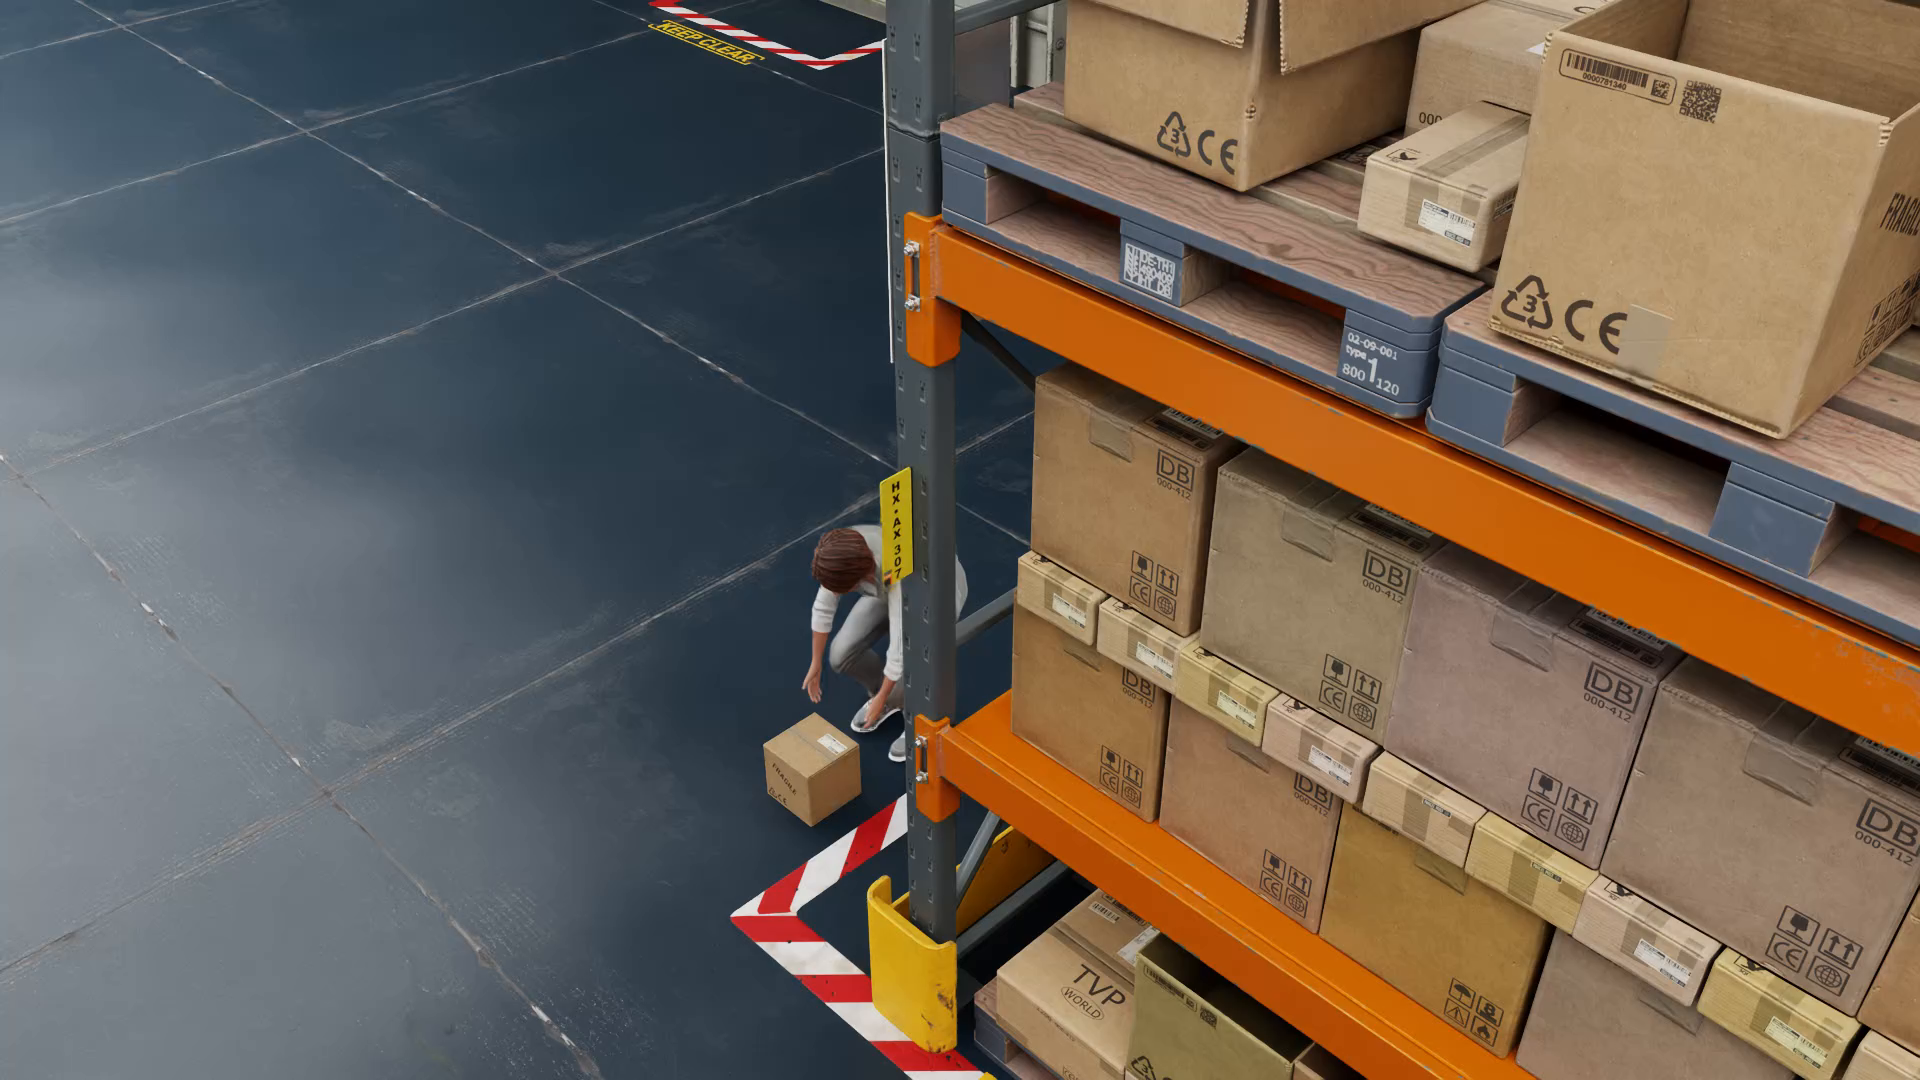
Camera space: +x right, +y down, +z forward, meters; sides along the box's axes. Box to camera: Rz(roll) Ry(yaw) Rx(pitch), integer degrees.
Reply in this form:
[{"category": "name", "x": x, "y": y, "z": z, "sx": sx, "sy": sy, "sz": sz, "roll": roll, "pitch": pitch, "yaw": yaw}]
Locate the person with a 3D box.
[{"category": "person", "x": -0.252, "y": 0.329, "z": 6.116, "sx": 0.463, "sy": 1.115, "sz": 0.736, "roll": 27, "pitch": 44, "yaw": 32}]
